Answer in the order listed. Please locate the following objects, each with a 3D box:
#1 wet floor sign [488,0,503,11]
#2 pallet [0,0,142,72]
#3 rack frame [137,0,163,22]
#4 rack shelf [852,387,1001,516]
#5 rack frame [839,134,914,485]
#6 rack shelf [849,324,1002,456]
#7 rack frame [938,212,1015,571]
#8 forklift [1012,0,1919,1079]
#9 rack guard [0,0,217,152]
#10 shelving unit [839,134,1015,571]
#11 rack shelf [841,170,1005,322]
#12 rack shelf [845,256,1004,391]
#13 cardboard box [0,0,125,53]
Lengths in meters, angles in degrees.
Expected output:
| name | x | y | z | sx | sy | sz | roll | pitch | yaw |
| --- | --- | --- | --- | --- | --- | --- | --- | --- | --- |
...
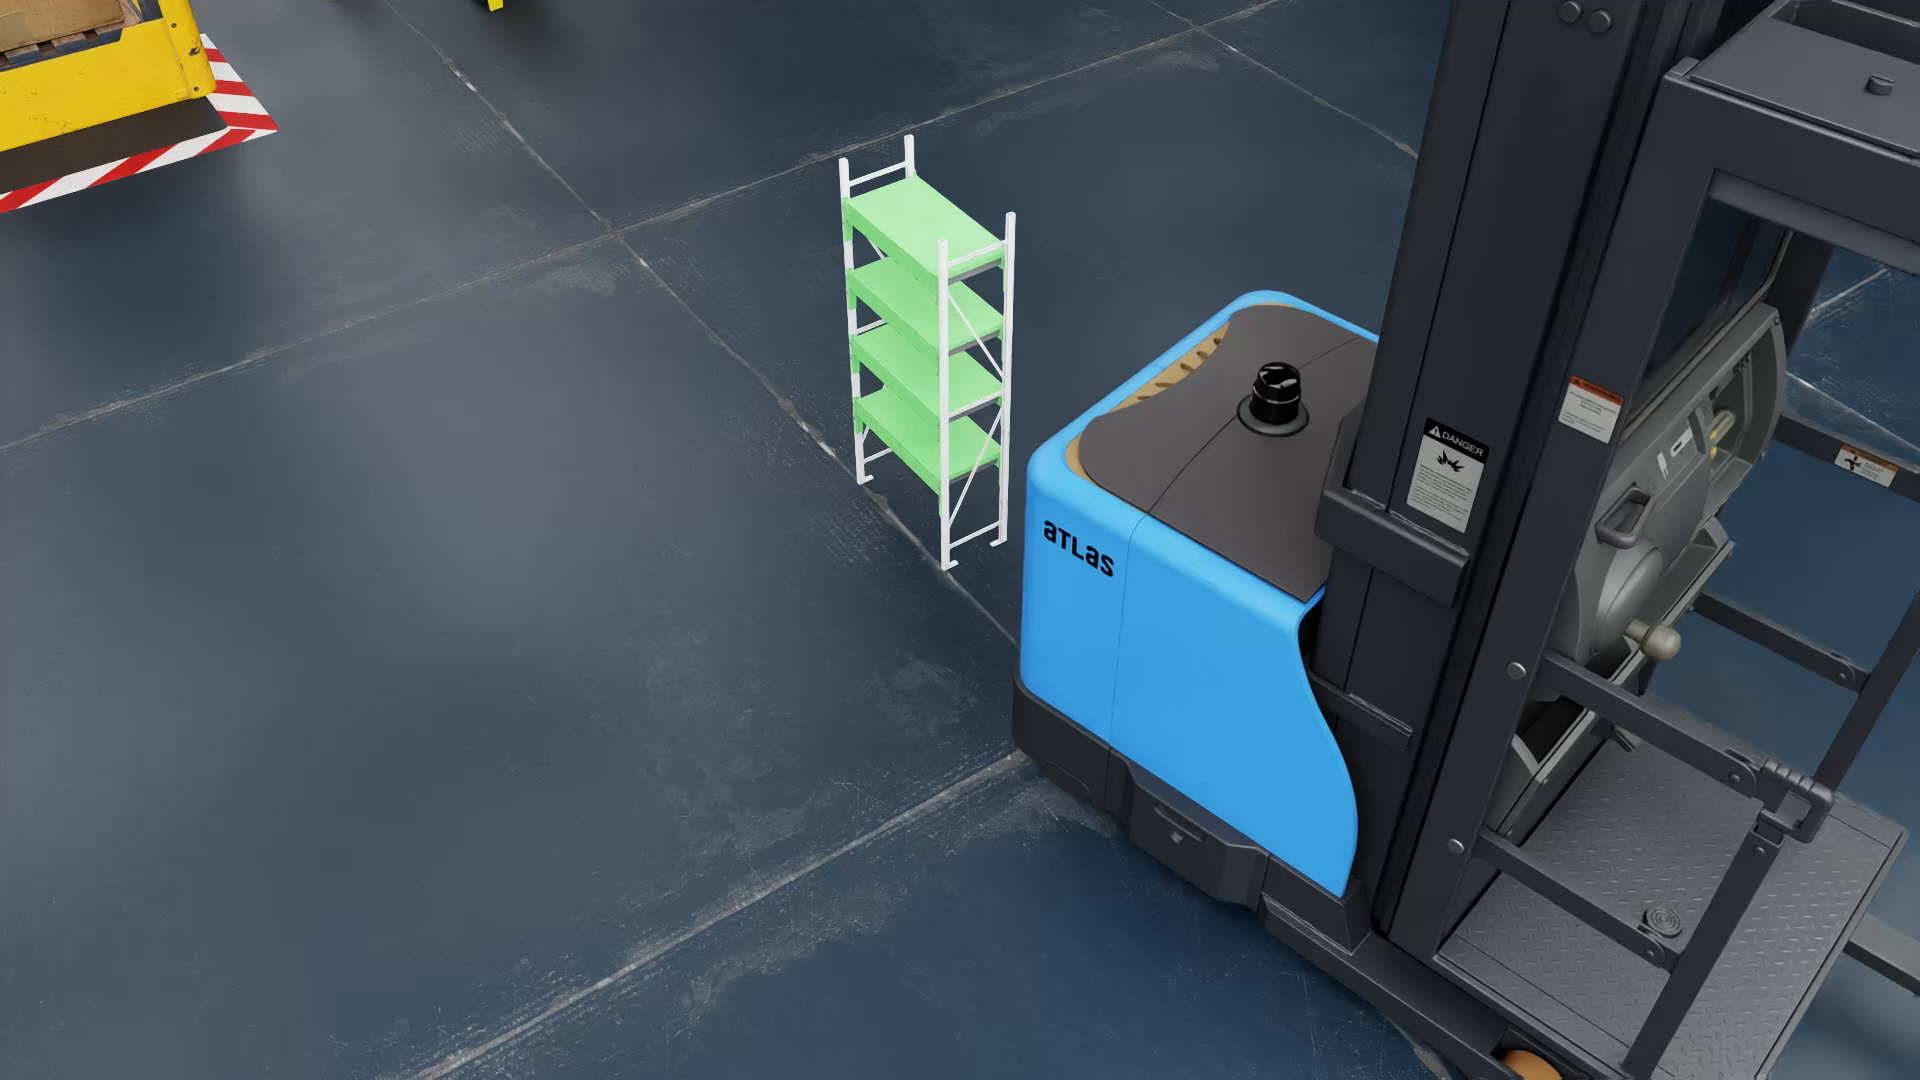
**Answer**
| name | x | y | z | sx | sy | sz | roll | pitch | yaw |
| --- | --- | --- | --- | --- | --- | --- | --- | --- | --- |
| wet floor sign | -2.204 | -2.855 | 7.774 | 0.267 | 0.644 | 0.232 | -35 | 53 | -31 |
| pallet | -4.366 | -2.354 | 7.563 | 1.003 | 0.211 | 1.213 | -26 | 49 | -24 |
| rack frame | -3.845 | -2.941 | 6.158 | 1.000 | 3.000 | 0.127 | -26 | 49 | -24 |
| rack shelf | -0.095 | -0.308 | 5.144 | 0.258 | 0.148 | 0.480 | -26 | 49 | -24 |
| rack frame | -0.234 | -0.666 | 5.079 | 0.240 | 1.200 | 0.015 | -26 | 49 | -24 |
| rack shelf | -0.095 | -0.482 | 4.978 | 0.258 | 0.148 | 0.480 | -26 | 49 | -24 |
| rack frame | 0.045 | -0.390 | 4.789 | 0.240 | 1.200 | 0.015 | -26 | 49 | -24 |
| forklift | 1.574 | -0.043 | 3.173 | 3.031 | 2.935 | 1.130 | 32 | 52 | 29 |
| rack guard | -3.831 | -2.023 | 7.007 | 1.175 | 0.500 | 0.348 | -26 | 49 | -24 |
| shelving unit | -0.095 | -0.528 | 4.934 | 0.258 | 1.200 | 0.503 | -26 | 49 | -24 |
| rack shelf | -0.095 | -0.829 | 4.647 | 0.258 | 0.148 | 0.480 | -26 | 49 | -24 |
| rack shelf | -0.095 | -0.655 | 4.812 | 0.258 | 0.148 | 0.480 | -26 | 49 | -24 |
| cardboard box | -4.287 | -2.682 | 7.122 | 0.875 | 0.875 | 0.875 | -25 | 49 | -24 |
